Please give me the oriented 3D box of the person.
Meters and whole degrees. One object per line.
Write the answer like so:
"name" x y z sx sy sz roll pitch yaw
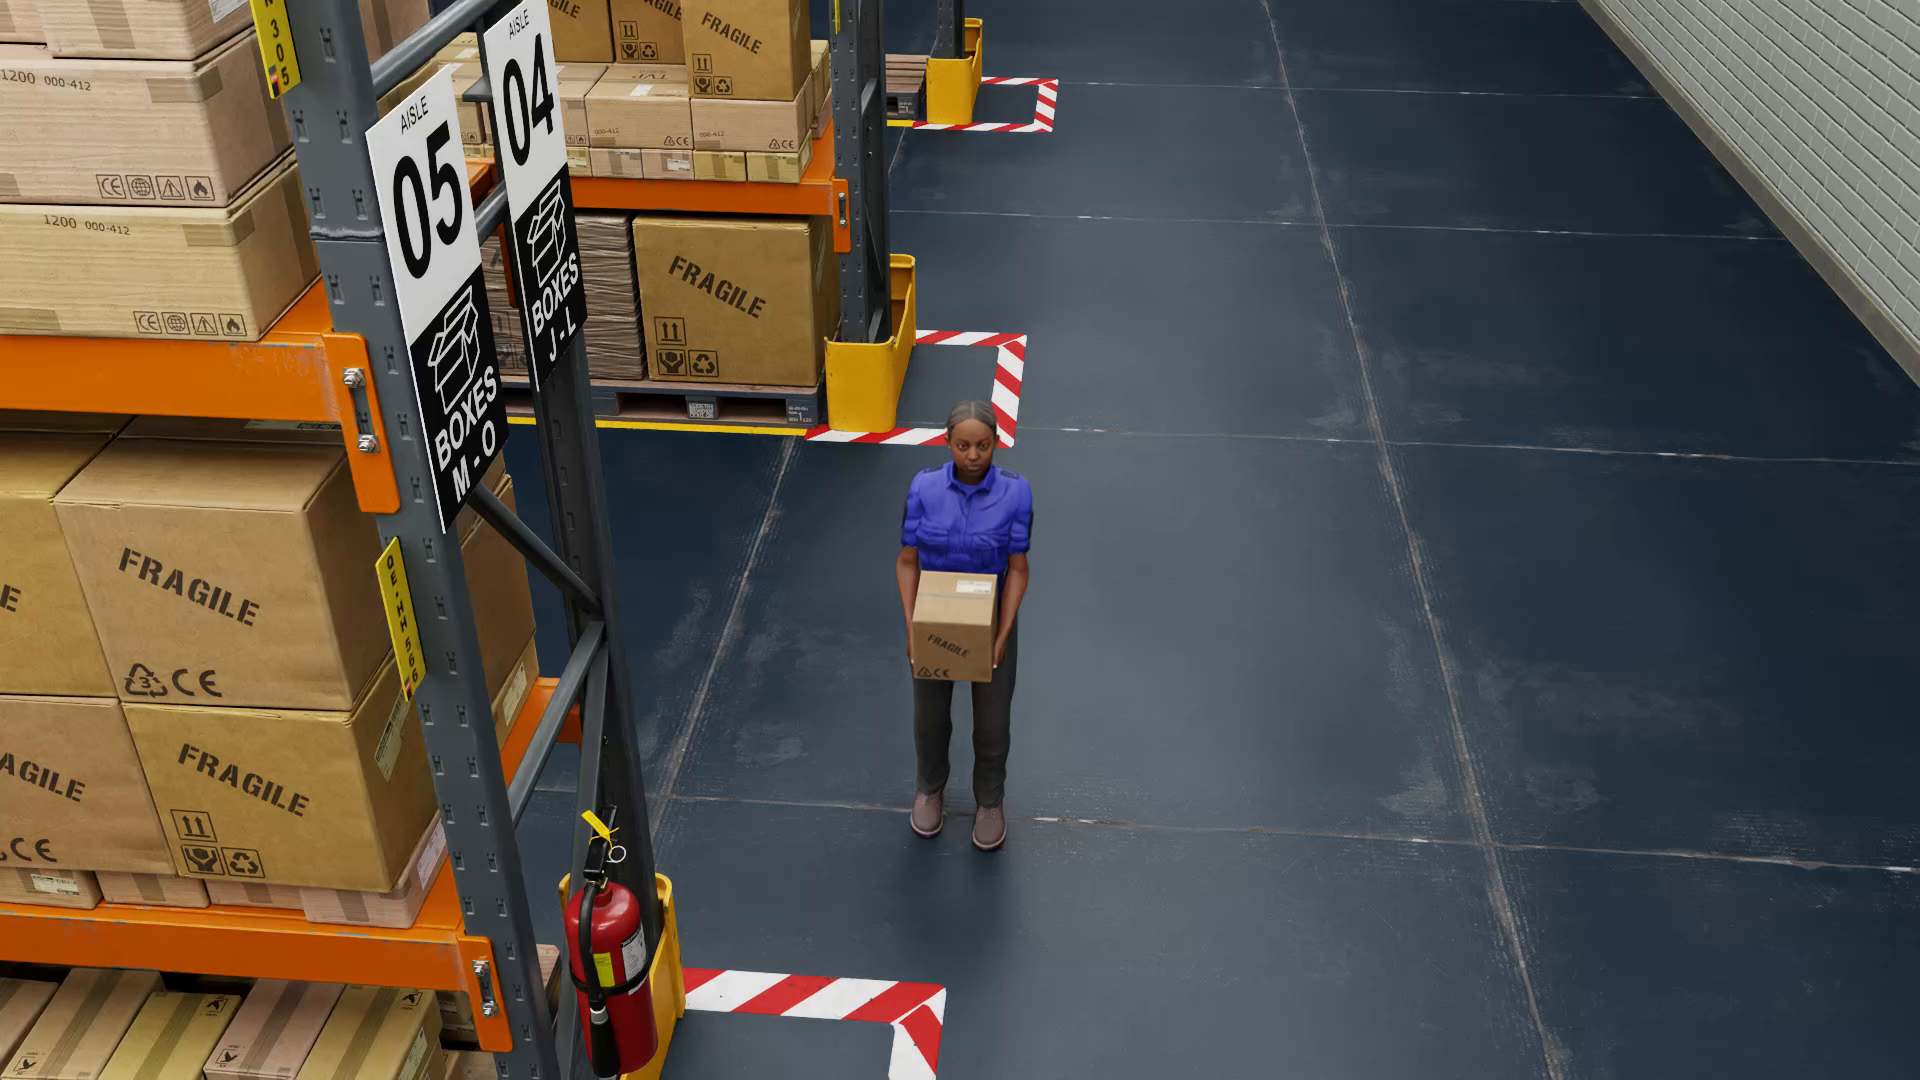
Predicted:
"person" 0.007 0.330 5.625 0.450 1.647 0.517 3 32 5
